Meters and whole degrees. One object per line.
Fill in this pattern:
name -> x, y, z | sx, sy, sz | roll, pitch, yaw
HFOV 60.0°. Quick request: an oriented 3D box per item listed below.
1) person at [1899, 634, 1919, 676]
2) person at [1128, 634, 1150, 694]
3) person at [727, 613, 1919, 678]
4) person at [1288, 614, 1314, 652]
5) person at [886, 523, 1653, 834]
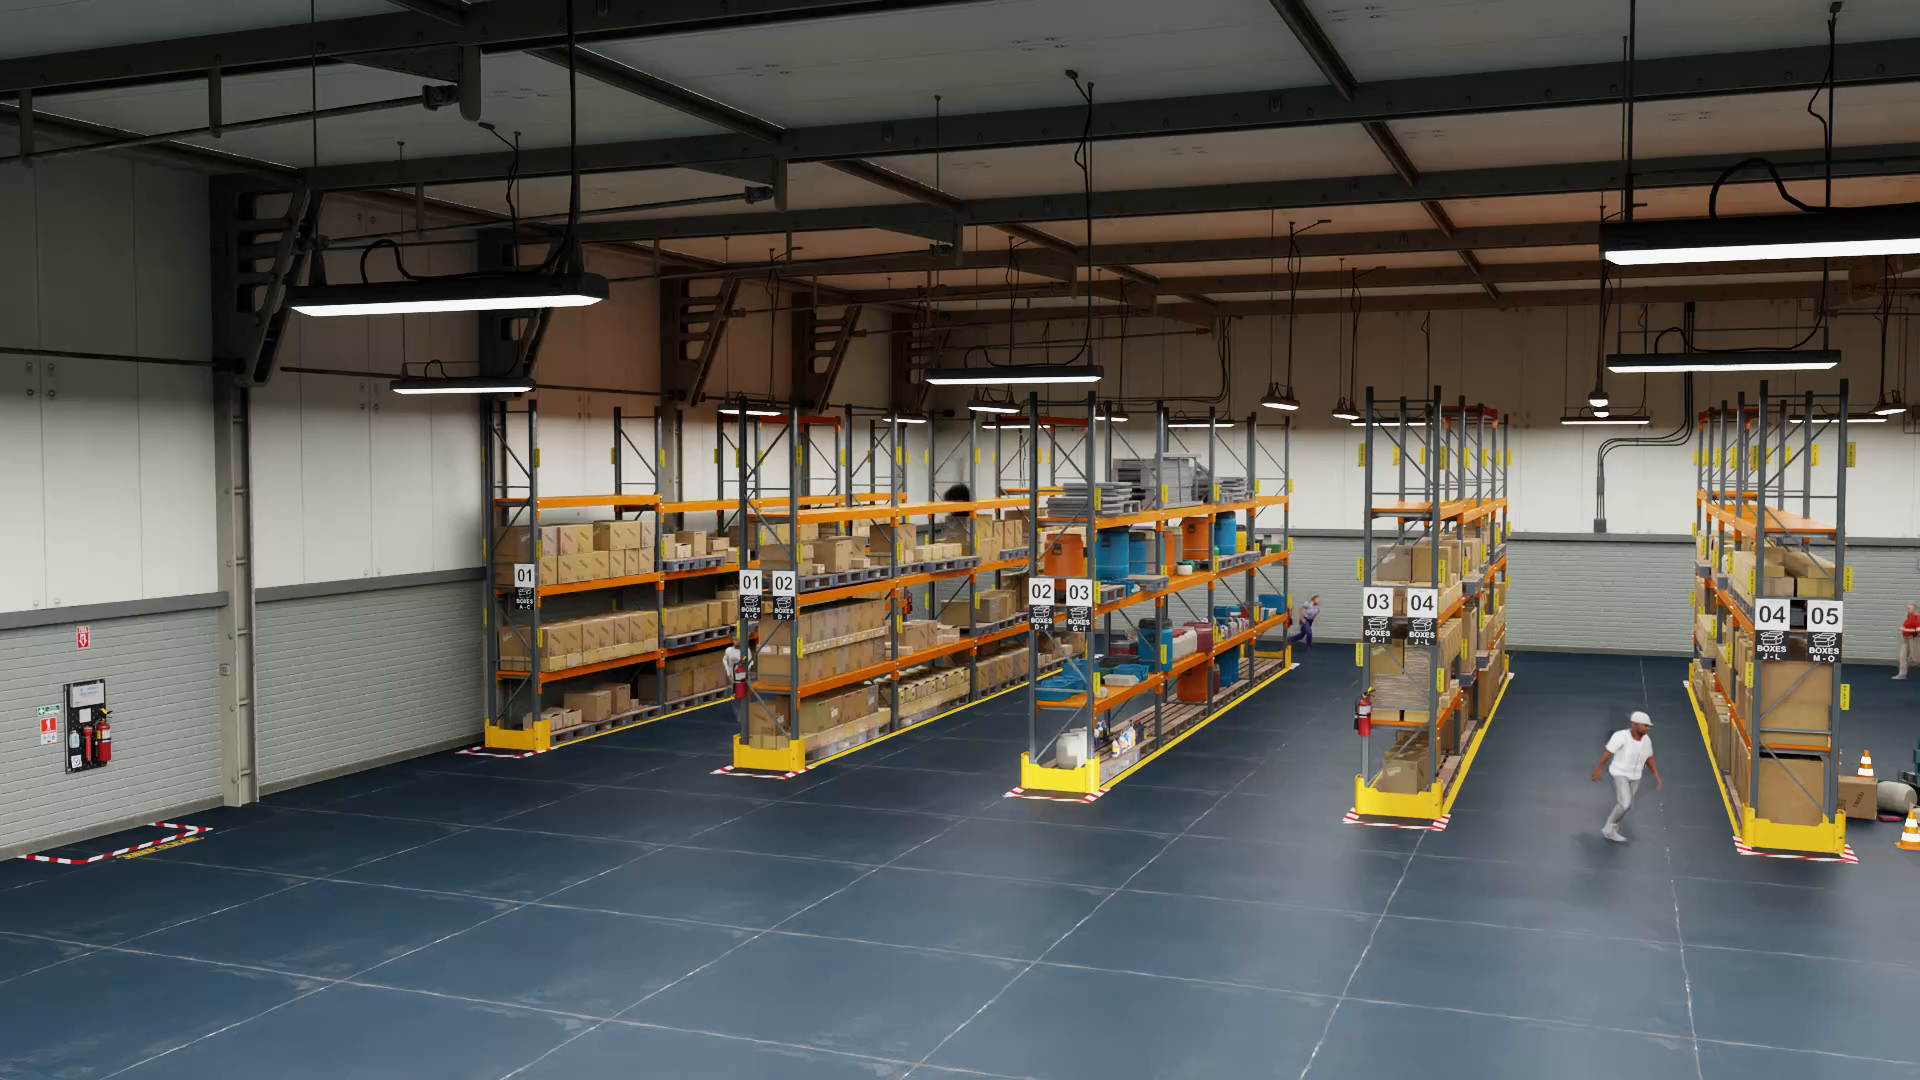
person -> 21.452, 2.593, 37.310 | 0.711, 0.972, 0.418 | 0, 3, 4
person -> 3.780, 2.540, 34.791 | 0.605, 1.443, 0.928 | 3, 4, 42
person -> 8.612, 2.034, 34.380 | 26.549, 0.879, 3.682 | 0, 3, -6
person -> 8.906, 2.411, 43.252 | 0.409, 0.984, 0.875 | -2, 4, -37
person -> 3.741, 1.780, 26.640 | 5.981, 3.691, 13.741 | -1, 3, -22
